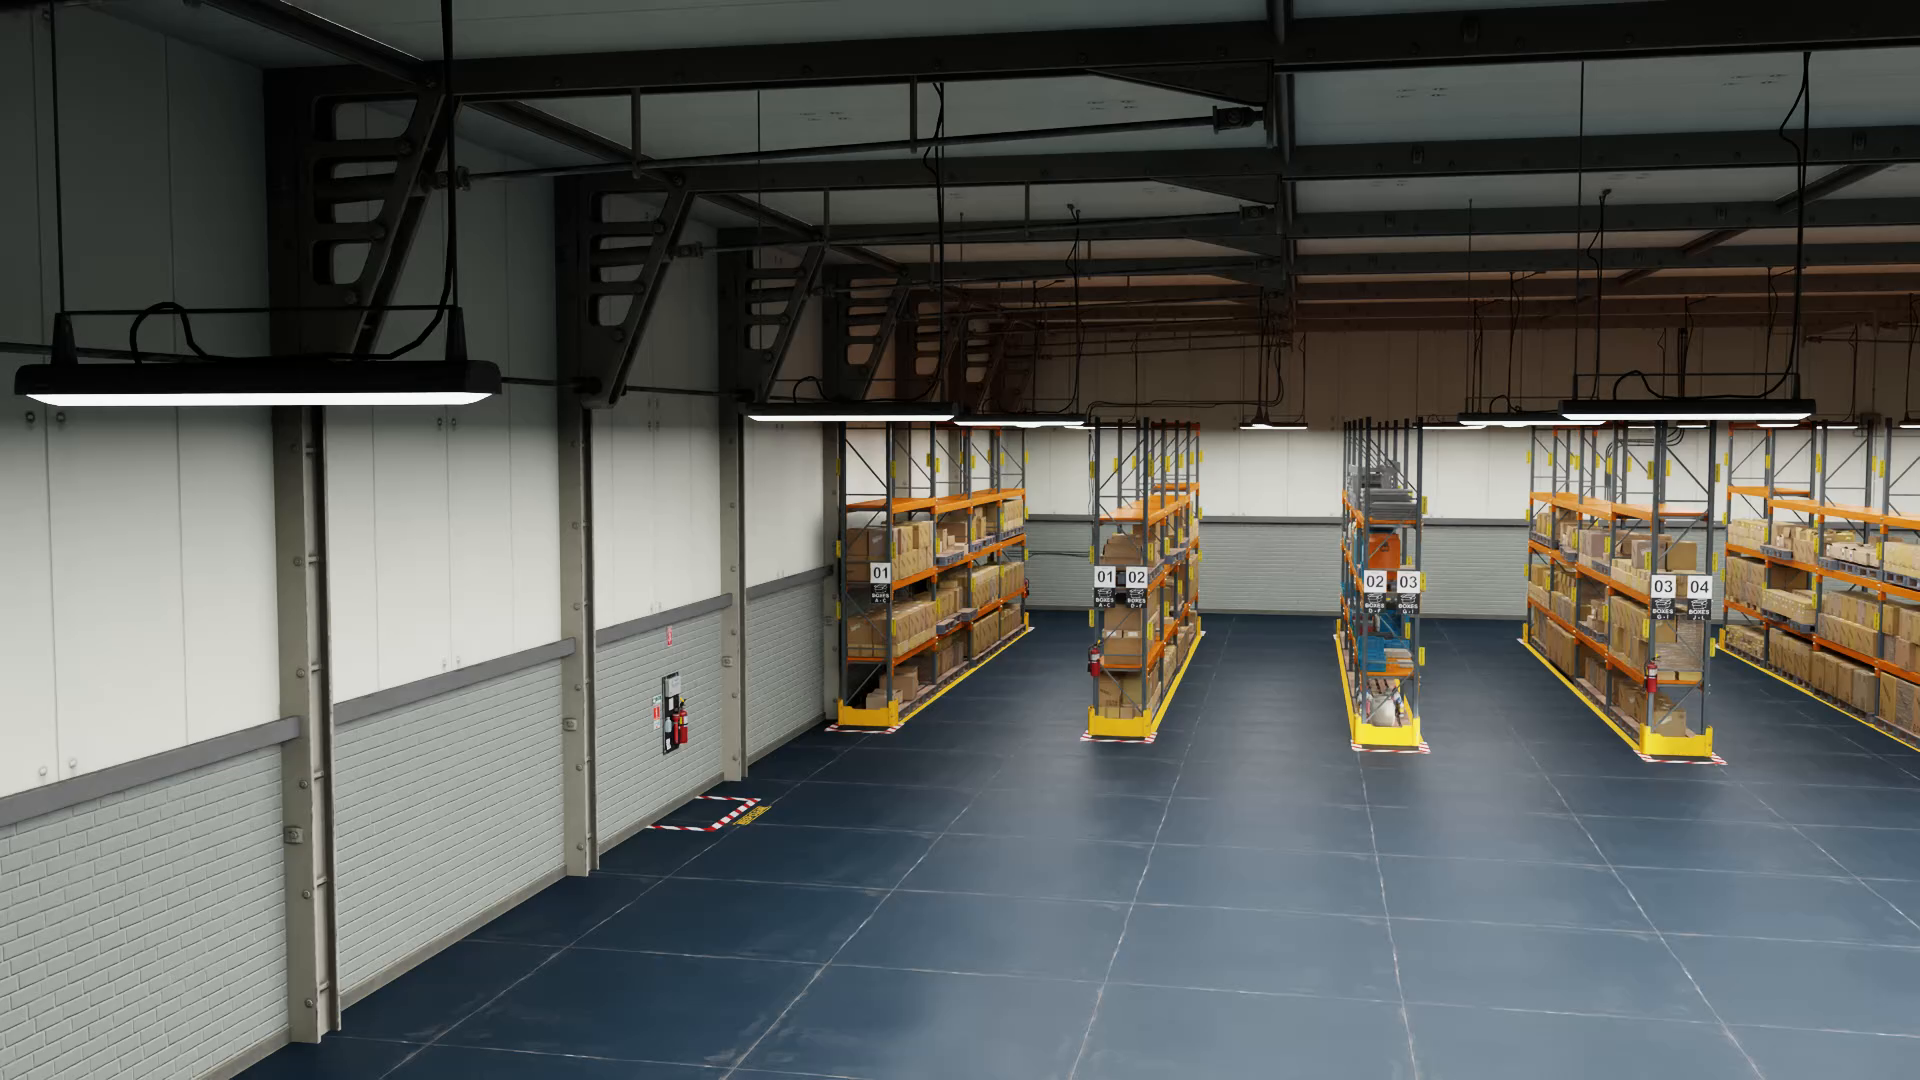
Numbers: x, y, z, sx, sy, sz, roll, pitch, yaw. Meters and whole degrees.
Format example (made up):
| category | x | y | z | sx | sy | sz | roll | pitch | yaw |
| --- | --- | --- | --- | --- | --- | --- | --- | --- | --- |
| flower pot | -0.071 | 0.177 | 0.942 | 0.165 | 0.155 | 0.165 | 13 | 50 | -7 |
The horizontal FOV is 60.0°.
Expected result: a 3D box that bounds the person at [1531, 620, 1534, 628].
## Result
| category | x | y | z | sx | sy | sz | roll | pitch | yaw |
| --- | --- | --- | --- | --- | --- | --- | --- | --- | --- |
| person | 16.445 | 1.818 | 46.736 | 0.776 | 1.772 | 0.554 | 2 | 4 | 28 |
